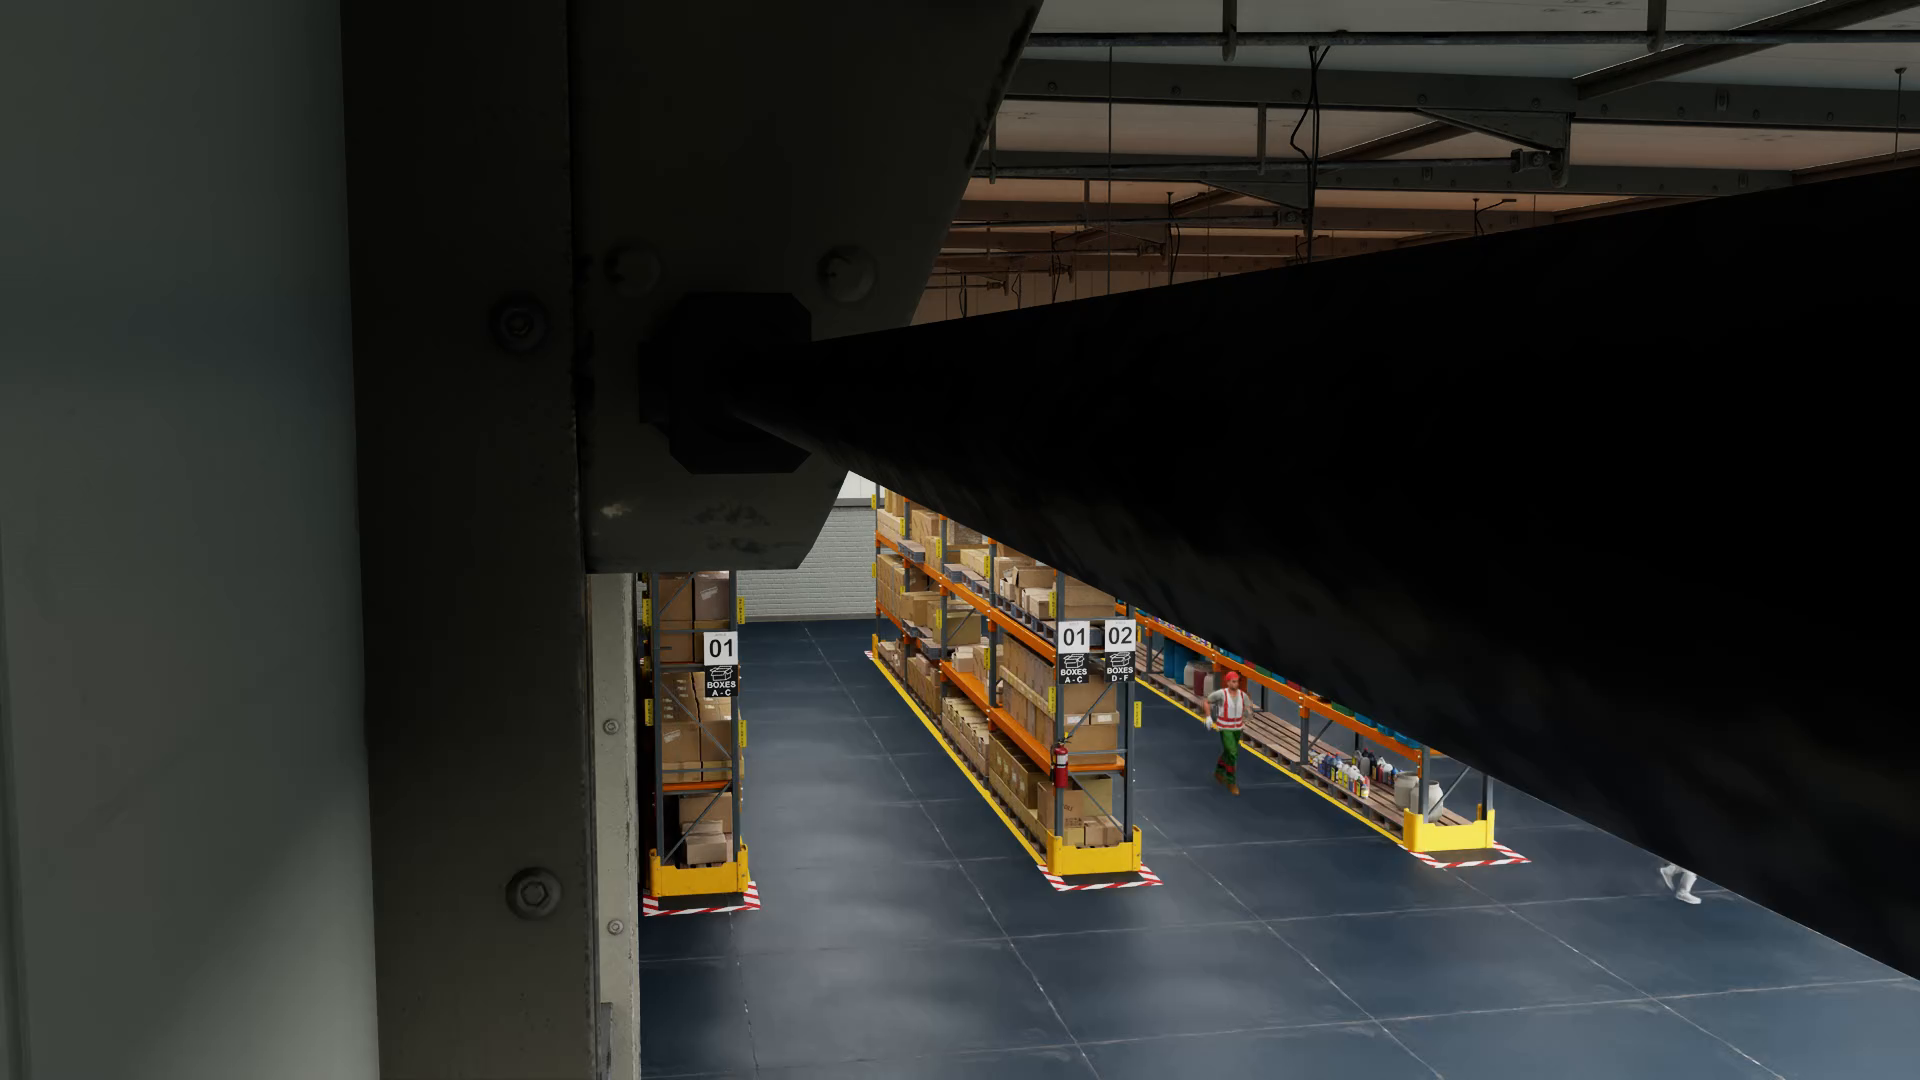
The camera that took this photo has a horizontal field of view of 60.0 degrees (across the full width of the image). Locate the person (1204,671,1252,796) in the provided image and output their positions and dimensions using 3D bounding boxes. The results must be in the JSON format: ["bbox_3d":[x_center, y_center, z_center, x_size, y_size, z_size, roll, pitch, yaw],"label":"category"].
[{"bbox_3d":[4.048,2.875,24.965,0.643,1.844,0.876,-3,7,-26],"label":"person"}]

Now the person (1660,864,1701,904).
[{"bbox_3d":[8.631,3.483,19.812,0.511,1.668,0.618,3,7,26],"label":"person"}]
